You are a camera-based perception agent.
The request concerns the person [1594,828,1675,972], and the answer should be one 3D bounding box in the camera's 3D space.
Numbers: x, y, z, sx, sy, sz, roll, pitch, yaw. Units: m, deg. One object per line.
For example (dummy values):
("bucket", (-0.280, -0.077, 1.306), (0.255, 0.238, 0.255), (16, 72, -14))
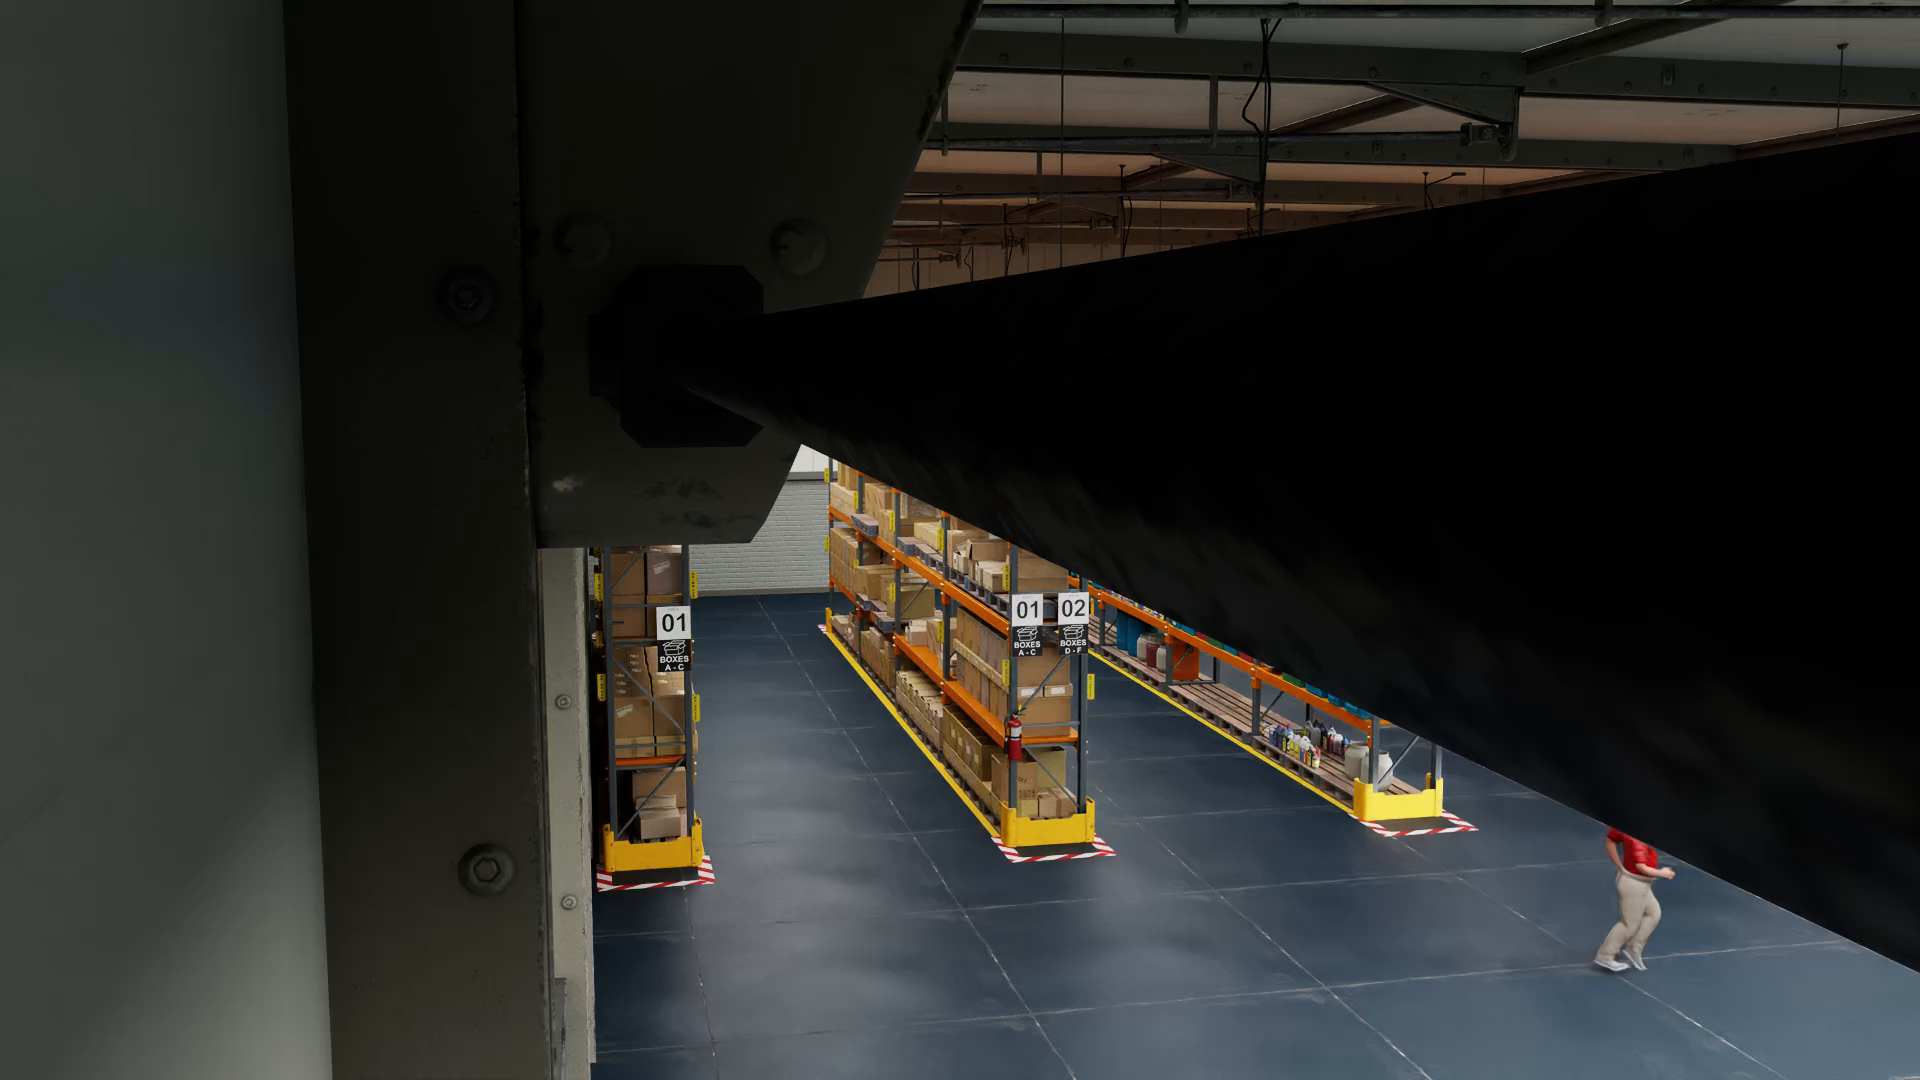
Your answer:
("person", (6.784, 3.524, 16.725), (0.729, 1.780, 0.633), (1, 7, 12))
